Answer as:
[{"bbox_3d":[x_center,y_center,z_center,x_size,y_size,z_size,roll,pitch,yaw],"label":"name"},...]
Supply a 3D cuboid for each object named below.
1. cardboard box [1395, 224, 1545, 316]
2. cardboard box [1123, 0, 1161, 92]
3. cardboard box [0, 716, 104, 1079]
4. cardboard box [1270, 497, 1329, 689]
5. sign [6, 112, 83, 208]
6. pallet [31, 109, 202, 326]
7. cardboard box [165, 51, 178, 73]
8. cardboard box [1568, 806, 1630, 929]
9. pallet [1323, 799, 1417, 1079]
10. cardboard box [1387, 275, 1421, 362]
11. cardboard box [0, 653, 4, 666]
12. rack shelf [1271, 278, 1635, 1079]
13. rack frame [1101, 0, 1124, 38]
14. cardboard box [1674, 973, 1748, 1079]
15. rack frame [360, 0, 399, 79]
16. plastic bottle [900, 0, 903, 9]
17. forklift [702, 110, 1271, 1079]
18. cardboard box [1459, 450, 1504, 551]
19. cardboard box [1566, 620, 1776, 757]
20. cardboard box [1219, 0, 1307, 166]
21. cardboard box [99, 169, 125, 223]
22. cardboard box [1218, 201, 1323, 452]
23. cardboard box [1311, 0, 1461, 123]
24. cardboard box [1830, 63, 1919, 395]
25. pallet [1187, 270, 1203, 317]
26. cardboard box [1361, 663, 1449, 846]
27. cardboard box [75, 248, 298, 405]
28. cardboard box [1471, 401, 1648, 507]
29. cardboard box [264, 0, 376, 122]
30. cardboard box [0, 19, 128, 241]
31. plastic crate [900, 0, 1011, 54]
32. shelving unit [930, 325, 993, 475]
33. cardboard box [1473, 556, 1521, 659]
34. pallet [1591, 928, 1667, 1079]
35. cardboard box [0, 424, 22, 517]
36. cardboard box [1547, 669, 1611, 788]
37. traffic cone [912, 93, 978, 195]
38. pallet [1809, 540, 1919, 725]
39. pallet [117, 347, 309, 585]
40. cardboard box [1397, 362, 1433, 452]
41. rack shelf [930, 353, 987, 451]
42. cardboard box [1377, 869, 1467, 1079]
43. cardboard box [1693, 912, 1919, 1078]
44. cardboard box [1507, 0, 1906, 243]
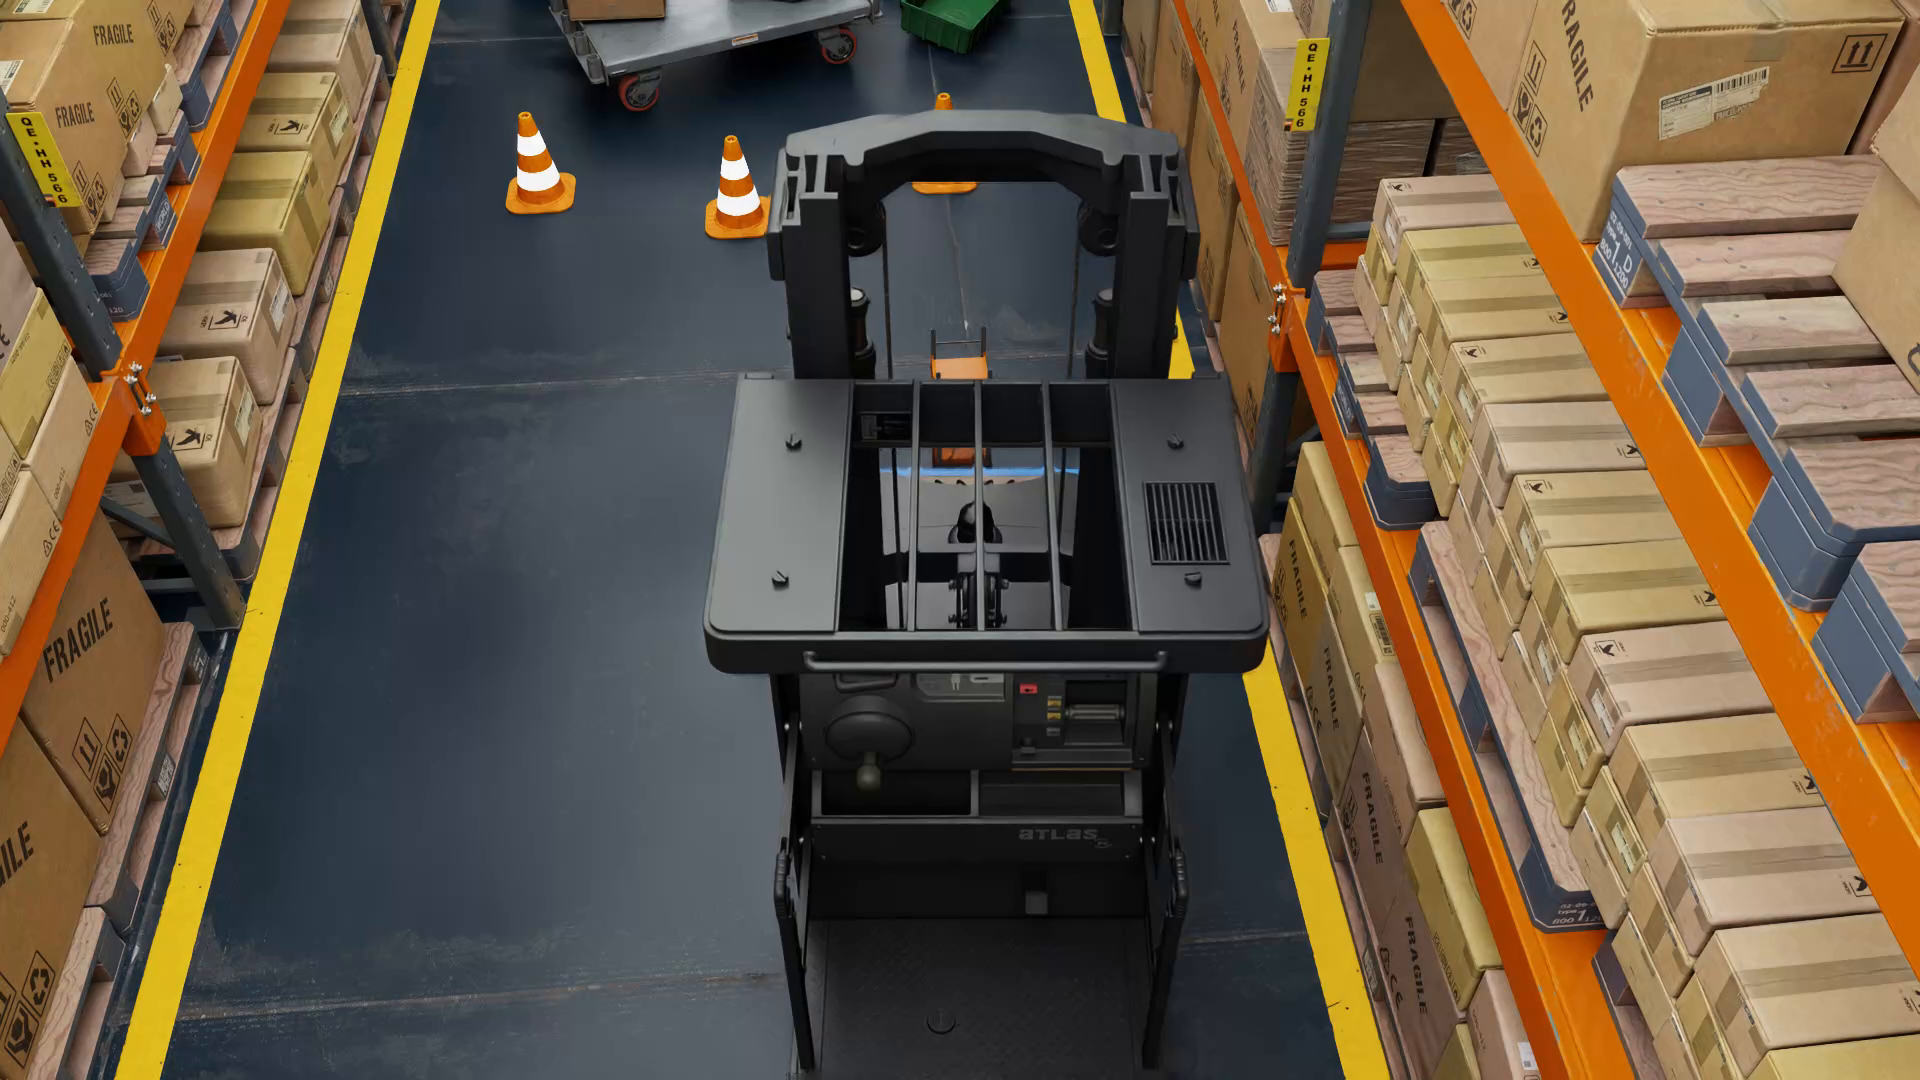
[{"bbox_3d":[1.516,-0.792,4.908,0.380,0.149,0.250,-5,47,-4],"label":"cardboard box"},{"bbox_3d":[1.452,-2.891,8.682,1.050,0.750,0.750,-4,47,-3],"label":"cardboard box"},{"bbox_3d":[-3.234,1.041,4.872,0.875,0.875,0.875,-3,47,-3],"label":"cardboard box"},{"bbox_3d":[1.450,0.173,5.953,0.500,0.500,0.500,-5,47,-5],"label":"cardboard box"},{"bbox_3d":[-2.727,-1.130,4.957,0.100,0.325,0.005,-3,47,-3],"label":"sign"},{"bbox_3d":[-3.445,-1.139,5.895,1.213,0.211,1.003,-3,47,-3],"label":"pallet"},{"bbox_3d":[-3.189,-1.778,6.251,0.380,0.149,0.250,-1,47,-1],"label":"cardboard box"},{"bbox_3d":[1.658,0.740,3.867,0.380,0.149,0.250,-5,47,-5],"label":"cardboard box"},{"bbox_3d":[1.808,1.335,5.340,1.003,0.211,1.213,-3,47,-3],"label":"pallet"},{"bbox_3d":[1.510,-0.672,4.999,0.380,0.149,0.250,-1,47,-1],"label":"cardboard box"},{"bbox_3d":[-2.894,0.440,4.371,0.500,0.250,0.500,-4,47,-4],"label":"cardboard box"},{"bbox_3d":[1.812,0.625,4.588,1.077,0.370,4.000,-3,47,-3],"label":"rack shelf"},{"bbox_3d":[1.310,-3.964,8.438,1.000,3.000,0.127,-3,47,-3],"label":"rack frame"},{"bbox_3d":[1.709,1.018,3.399,0.380,0.149,0.250,-2,47,-2],"label":"cardboard box"},{"bbox_3d":[-3.614,-3.590,8.084,1.000,3.000,0.127,-3,47,-3],"label":"rack frame"},{"bbox_3d":[-0.217,-3.062,9.607,0.133,0.061,0.283,-27,52,-23],"label":"plastic bottle"},{"bbox_3d":[0.050,0.557,4.204,1.130,2.935,3.031,0,47,0],"label":"forklift"},{"bbox_3d":[1.577,-0.116,4.473,0.380,0.149,0.250,-3,47,-3],"label":"cardboard box"},{"bbox_3d":[1.643,0.340,3.836,0.380,0.149,0.250,-5,47,-5],"label":"cardboard box"},{"bbox_3d":[1.299,-1.775,6.296,0.500,0.500,0.500,-3,47,-3],"label":"cardboard box"},{"bbox_3d":[-3.111,-1.207,5.711,0.380,0.149,0.250,-6,47,-6],"label":"cardboard box"},{"bbox_3d":[1.684,-0.887,6.784,1.050,0.750,0.750,-4,47,-4],"label":"cardboard box"},{"bbox_3d":[1.617,-1.773,5.606,0.700,0.500,0.500,-4,47,-4],"label":"cardboard box"},{"bbox_3d":[1.981,-0.513,2.743,0.797,0.503,0.637,-4,47,-4],"label":"cardboard box"},{"bbox_3d":[1.555,-1.566,8.088,1.003,0.211,1.213,-3,47,-3],"label":"pallet"},{"bbox_3d":[1.532,0.627,5.006,0.500,0.250,0.500,-3,47,-3],"label":"cardboard box"},{"bbox_3d":[-3.387,-0.879,7.037,0.950,0.372,0.625,-4,47,-4],"label":"cardboard box"},{"bbox_3d":[1.578,-0.227,4.373,0.380,0.149,0.250,-2,47,-1],"label":"cardboard box"},{"bbox_3d":[-3.568,-2.451,8.526,0.950,0.372,0.625,-3,47,-3],"label":"cardboard box"},{"bbox_3d":[-3.086,-1.316,5.368,0.500,0.500,0.500,-5,47,-4],"label":"cardboard box"},{"bbox_3d":[-0.010,-3.063,9.482,0.450,0.188,0.662,25,51,9],"label":"plastic crate"},{"bbox_3d":[0.004,-0.322,6.332,0.215,1.050,0.252,-3,47,-3],"label":"shelving unit"},{"bbox_3d":[1.594,0.167,4.409,0.380,0.149,0.250,-3,47,-3],"label":"cardboard box"},{"bbox_3d":[2.061,1.328,3.558,1.003,0.211,1.213,-3,47,-3],"label":"pallet"},{"bbox_3d":[-2.939,-0.110,4.548,0.500,0.250,0.500,-5,47,-4],"label":"cardboard box"},{"bbox_3d":[1.636,0.435,3.951,0.380,0.149,0.250,-3,47,-3],"label":"cardboard box"},{"bbox_3d":[-0.082,-2.029,8.353,0.336,0.463,0.334,-3,47,-3],"label":"traffic cone"},{"bbox_3d":[2.034,0.404,2.365,1.213,0.211,1.003,-3,47,-3],"label":"pallet"},{"bbox_3d":[-3.343,-0.302,6.891,1.003,0.211,1.213,-3,47,-3],"label":"pallet"},{"bbox_3d":[1.527,-0.402,4.949,0.380,0.149,0.250,-1,47,-1],"label":"cardboard box"},{"bbox_3d":[0.004,-0.510,6.134,0.215,0.259,0.240,-3,47,-3],"label":"rack shelf"},{"bbox_3d":[1.585,1.277,4.907,0.500,0.500,0.500,-4,47,-4],"label":"cardboard box"},{"bbox_3d":[1.709,0.902,3.304,0.380,0.149,0.250,-5,47,-5],"label":"cardboard box"},{"bbox_3d":[1.523,-0.983,3.481,0.500,0.500,0.500,-3,47,-3],"label":"cardboard box"}]
